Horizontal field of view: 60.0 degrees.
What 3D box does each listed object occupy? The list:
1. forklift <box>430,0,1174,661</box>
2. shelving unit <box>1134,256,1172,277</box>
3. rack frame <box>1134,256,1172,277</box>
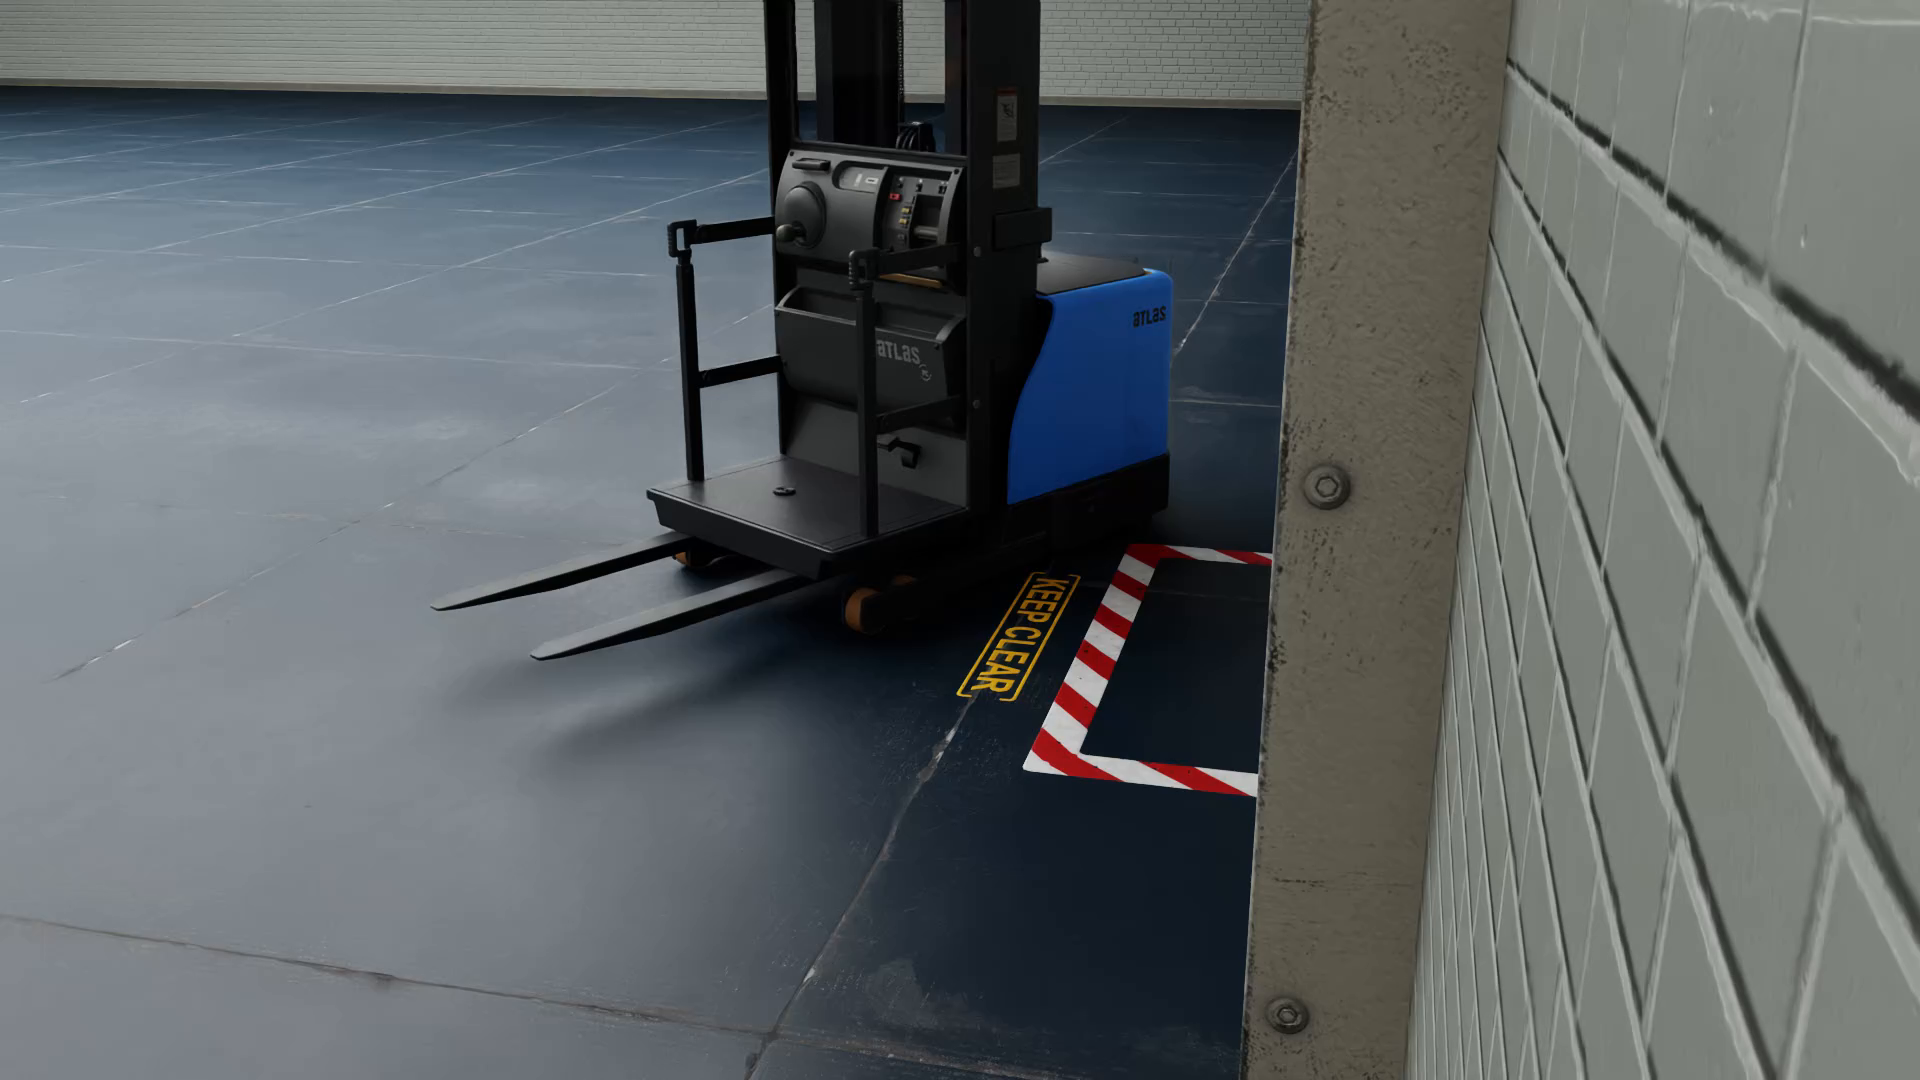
[{"bbox_3d":[-0.492,-1.235,5.993,1.130,2.935,3.031,17,25,41],"label":"forklift"},{"bbox_3d":[0.751,-0.703,7.339,0.215,1.050,0.252,17,24,41],"label":"shelving unit"},{"bbox_3d":[0.836,-0.730,7.423,0.200,1.050,0.008,17,24,41],"label":"rack frame"}]
